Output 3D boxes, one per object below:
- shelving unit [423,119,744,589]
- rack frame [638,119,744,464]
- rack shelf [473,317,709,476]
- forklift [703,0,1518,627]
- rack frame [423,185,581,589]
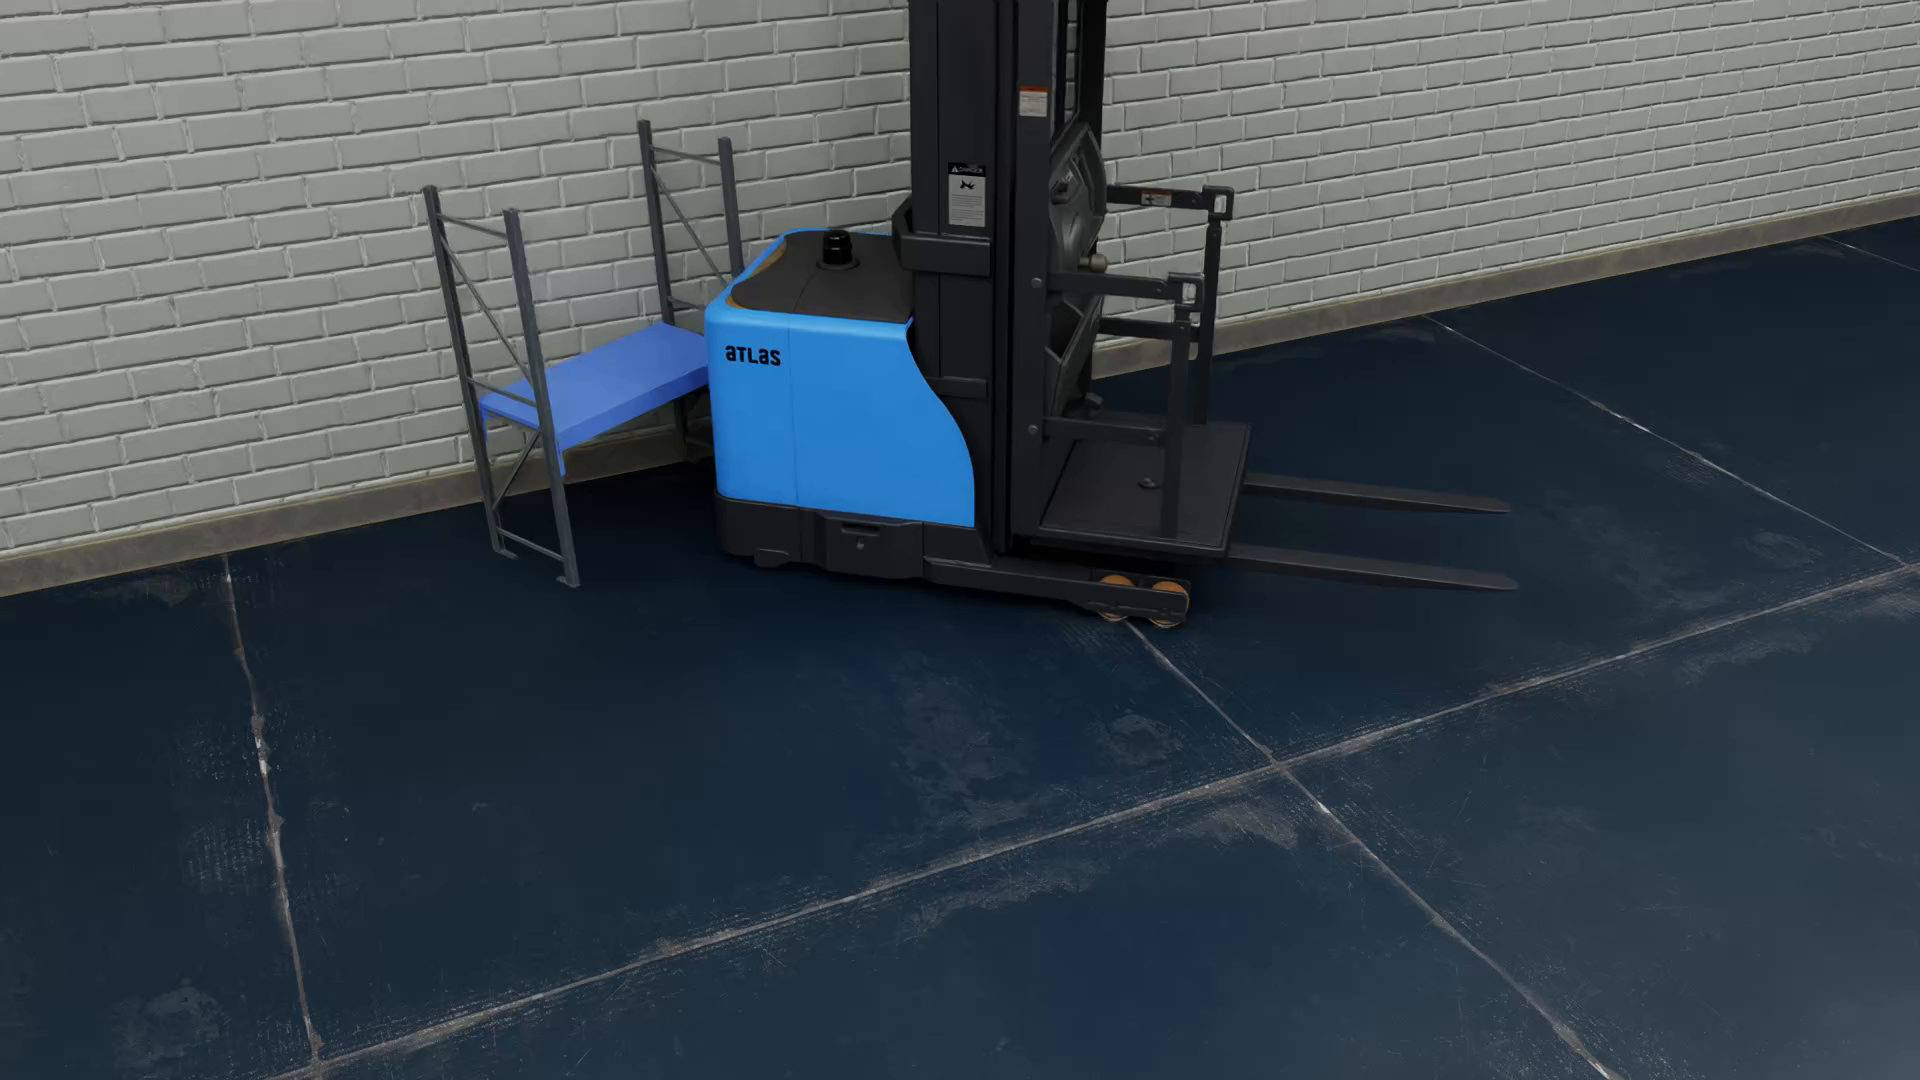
[{"bbox_3d":[-1.374,-0.746,6.517,0.538,1.500,1.048,20,36,34],"label":"shelving unit"},{"bbox_3d":[-1.057,-0.950,6.858,0.500,1.500,0.032,20,36,34],"label":"rack frame"},{"bbox_3d":[-1.369,-0.590,6.605,0.538,0.185,1.000,20,36,34],"label":"rack shelf"},{"bbox_3d":[0.614,-1.242,5.969,3.031,2.935,1.130,7,30,12],"label":"forklift"},{"bbox_3d":[-1.692,-0.542,6.176,0.500,1.500,0.032,20,36,34],"label":"rack frame"}]
